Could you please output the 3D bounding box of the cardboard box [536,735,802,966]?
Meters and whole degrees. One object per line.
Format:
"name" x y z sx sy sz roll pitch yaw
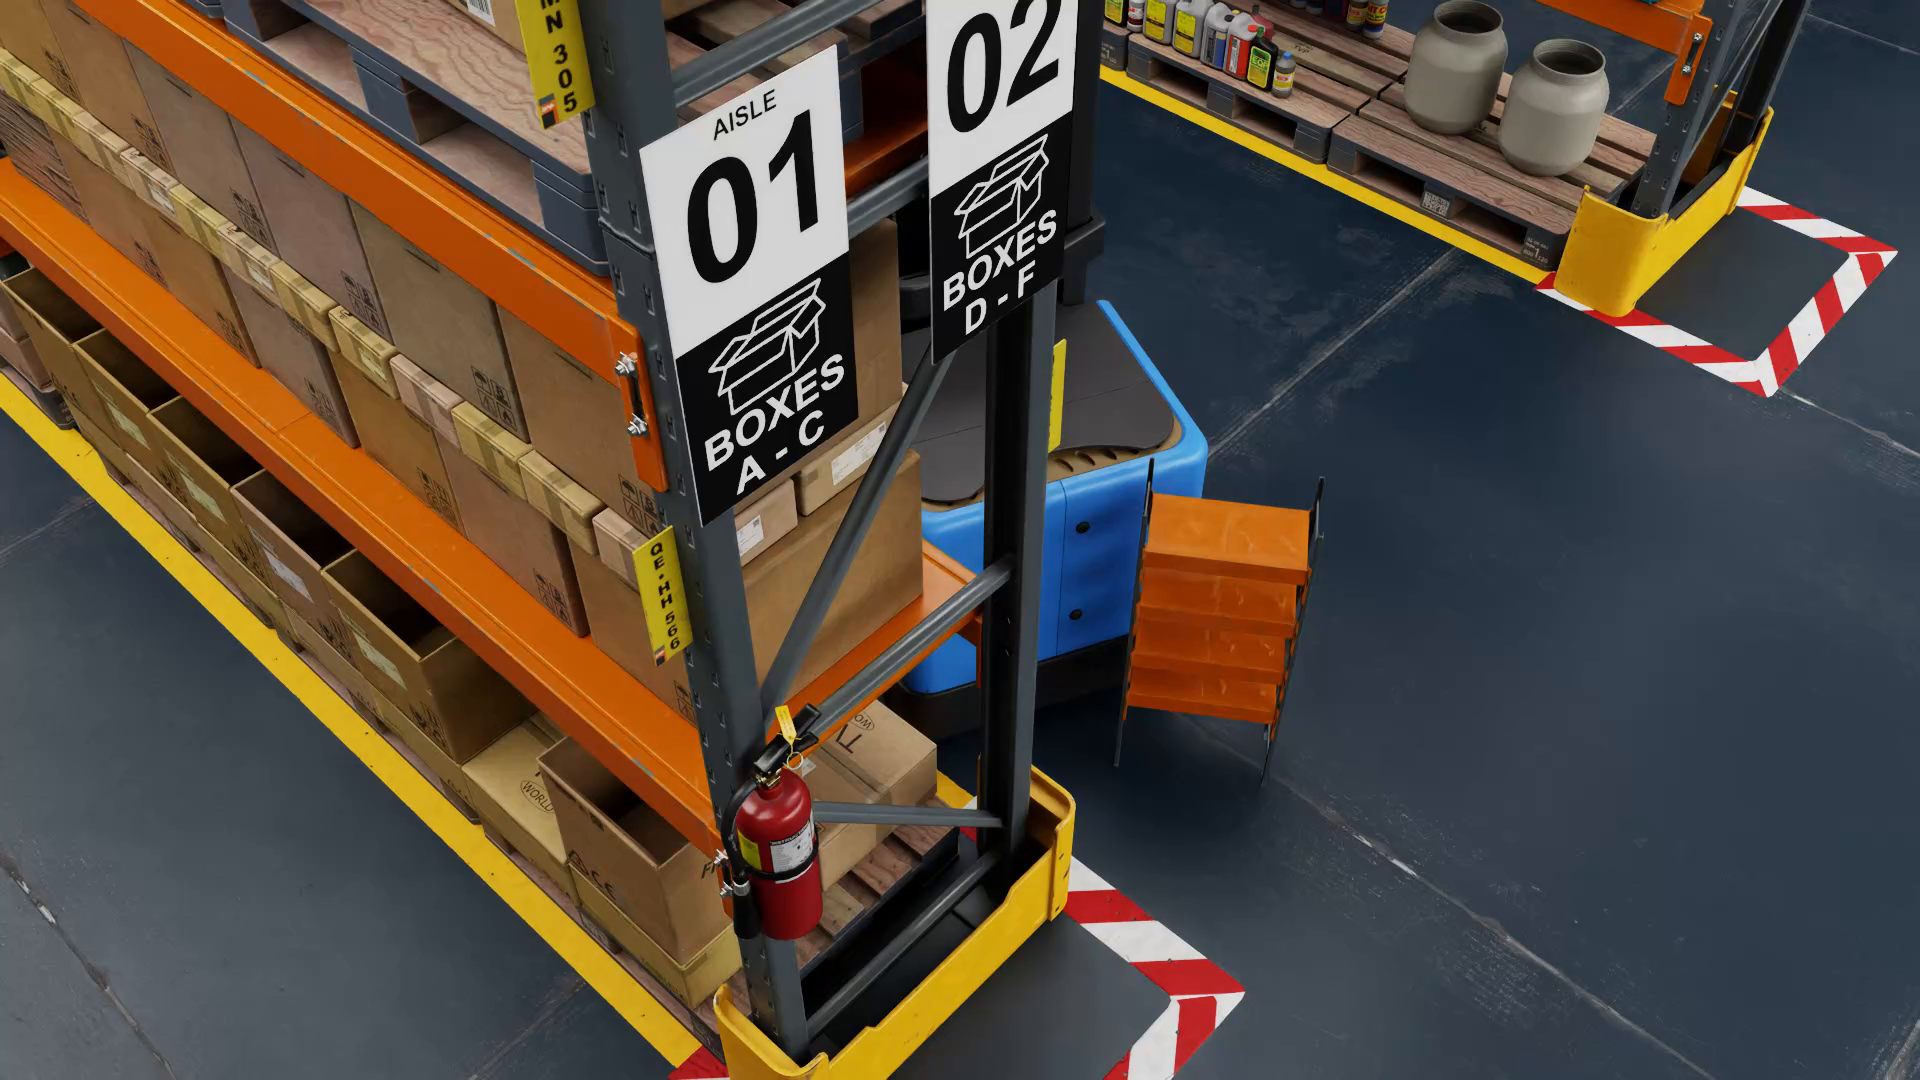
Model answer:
"cardboard box" -0.773 0.737 4.584 0.500 0.500 0.500 34 55 28

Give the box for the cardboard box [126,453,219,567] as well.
"cardboard box" -2.617 -0.236 6.012 0.500 0.250 0.500 34 55 28

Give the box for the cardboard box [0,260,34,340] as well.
"cardboard box" -3.608 -1.117 6.454 0.500 0.311 0.500 34 55 28

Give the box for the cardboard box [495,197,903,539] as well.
"cardboard box" -0.550 -0.440 3.647 0.500 0.500 0.700 34 55 28

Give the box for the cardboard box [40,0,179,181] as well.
"cardboard box" -2.046 -1.441 4.587 0.500 0.500 0.700 34 55 28

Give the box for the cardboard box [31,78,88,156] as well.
"cardboard box" -2.481 -1.315 4.914 0.250 0.149 0.380 33 55 27

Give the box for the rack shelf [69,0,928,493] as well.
"rack shelf" -1.646 -1.467 4.006 4.000 0.370 1.077 34 55 28

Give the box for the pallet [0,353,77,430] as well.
"pallet" -3.684 -1.064 7.105 1.213 0.211 1.003 34 55 28

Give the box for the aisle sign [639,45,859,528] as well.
"aisle sign" -0.328 -0.398 2.783 0.004 0.787 0.394 34 55 28

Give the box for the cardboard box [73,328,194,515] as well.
"cardboard box" -2.615 -0.495 5.741 0.500 0.500 0.500 34 55 28

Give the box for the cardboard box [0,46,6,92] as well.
"cardboard box" -2.865 -1.571 5.154 0.250 0.149 0.380 35 56 28

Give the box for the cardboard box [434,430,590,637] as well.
"cardboard box" -0.900 -0.227 4.337 0.500 0.500 0.700 35 56 29

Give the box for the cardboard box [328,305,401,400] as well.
"cardboard box" -1.345 -0.551 4.196 0.250 0.149 0.380 36 56 29

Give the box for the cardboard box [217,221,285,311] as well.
"cardboard box" -1.728 -0.807 4.436 0.250 0.149 0.380 33 55 27

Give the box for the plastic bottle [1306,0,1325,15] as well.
"plastic bottle" 1.813 -2.799 8.390 0.097 0.271 0.097 0 47 0

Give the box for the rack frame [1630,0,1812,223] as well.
"rack frame" 3.186 -2.349 6.398 0.127 3.000 1.000 34 55 28

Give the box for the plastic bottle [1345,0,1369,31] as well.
"plastic bottle" 1.988 -2.657 8.305 0.097 0.201 0.097 0 47 0

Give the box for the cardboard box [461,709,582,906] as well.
"cardboard box" -1.147 0.752 5.084 0.500 0.250 0.500 34 55 28

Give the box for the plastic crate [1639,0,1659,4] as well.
"plastic crate" 2.615 -2.386 6.534 0.616 0.251 0.499 34 55 28

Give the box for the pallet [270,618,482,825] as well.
"pallet" -1.659 0.298 5.825 1.213 0.211 1.003 34 55 28

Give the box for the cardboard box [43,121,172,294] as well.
"cardboard box" -2.394 -1.236 5.285 0.500 0.500 0.700 33 55 27

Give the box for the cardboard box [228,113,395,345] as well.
"cardboard box" -1.311 -0.946 4.122 0.500 0.500 0.700 34 56 28

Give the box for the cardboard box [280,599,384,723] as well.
"cardboard box" -1.882 0.258 5.549 0.500 0.250 0.500 34 55 28

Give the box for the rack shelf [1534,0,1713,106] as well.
"rack shelf" 1.716 -3.092 7.589 4.000 0.370 1.077 34 55 28

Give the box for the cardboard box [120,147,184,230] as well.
"cardboard box" -2.100 -1.060 4.674 0.250 0.149 0.380 32 55 27

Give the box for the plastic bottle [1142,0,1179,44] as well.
"plastic bottle" 1.009 -2.646 8.192 0.185 0.351 0.144 34 55 27

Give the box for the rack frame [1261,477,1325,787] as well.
"rack frame" 1.020 0.316 5.130 0.015 1.200 0.240 7 47 6

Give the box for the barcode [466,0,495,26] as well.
"barcode" -0.726 -0.814 2.501 0.075 0.075 0.001 34 55 28

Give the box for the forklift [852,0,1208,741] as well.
"forklift" -0.227 -1.430 5.582 1.130 2.935 3.031 -16 49 -14

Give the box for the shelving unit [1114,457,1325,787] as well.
"shelving unit" 0.780 0.287 5.158 0.503 1.200 0.258 7 47 6

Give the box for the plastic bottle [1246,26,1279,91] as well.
"plastic bottle" 1.440 -2.291 7.905 0.133 0.283 0.061 35 56 28

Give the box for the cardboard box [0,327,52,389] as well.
"cardboard box" -3.617 -0.928 6.662 0.500 0.250 0.500 33 55 27

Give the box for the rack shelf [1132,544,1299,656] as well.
"rack shelf" 0.780 0.180 5.044 0.480 0.148 0.258 7 47 6

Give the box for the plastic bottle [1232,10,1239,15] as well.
"plastic bottle" 1.341 -2.499 8.157 0.097 0.201 0.097 0 47 0

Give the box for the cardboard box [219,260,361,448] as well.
"cardboard box" -1.651 -0.734 4.813 0.500 0.500 0.700 36 56 29

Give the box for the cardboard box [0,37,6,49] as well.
"cardboard box" -2.786 -1.938 5.053 0.500 0.500 0.700 34 56 28

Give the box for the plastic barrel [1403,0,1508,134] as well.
"plastic barrel" 2.282 -2.174 7.652 0.421 0.512 0.421 0 47 0

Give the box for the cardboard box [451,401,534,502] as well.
"cardboard box" -0.968 -0.296 3.957 0.250 0.149 0.380 33 55 27

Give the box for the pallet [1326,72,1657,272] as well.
"pallet" 2.504 -1.812 7.806 1.213 0.211 1.003 34 55 28

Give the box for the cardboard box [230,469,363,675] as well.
"cardboard box" -1.884 0.003 5.273 0.500 0.500 0.500 34 55 28

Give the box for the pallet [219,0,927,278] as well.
"pallet" -0.679 -1.058 3.189 1.213 0.211 1.003 34 55 28

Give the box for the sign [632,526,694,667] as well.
"sign" -0.555 0.109 3.134 0.005 0.325 0.100 34 55 28

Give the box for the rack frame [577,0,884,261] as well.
"rack frame" -0.177 -1.751 1.722 0.127 3.000 1.000 34 55 28

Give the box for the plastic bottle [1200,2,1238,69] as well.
"plastic bottle" 1.270 -2.449 8.058 0.135 0.276 0.152 32 55 27

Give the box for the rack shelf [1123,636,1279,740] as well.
"rack shelf" 0.780 0.469 5.352 0.480 0.148 0.258 7 47 6

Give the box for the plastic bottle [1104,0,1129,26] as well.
"plastic bottle" 0.790 -2.729 8.317 0.061 0.283 0.133 -36 56 -29

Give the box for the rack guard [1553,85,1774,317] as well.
"rack guard" 3.098 -1.506 7.321 0.348 0.500 1.175 34 55 28

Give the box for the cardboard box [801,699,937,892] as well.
"cardboard box" -0.420 0.715 5.119 0.500 0.250 0.500 34 55 28

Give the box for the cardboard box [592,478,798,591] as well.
"cardboard box" -0.587 -0.041 3.717 0.250 0.149 0.380 33 55 27

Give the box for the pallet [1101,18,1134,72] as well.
"pallet" 0.711 -3.018 8.939 1.213 0.211 1.003 34 55 28
